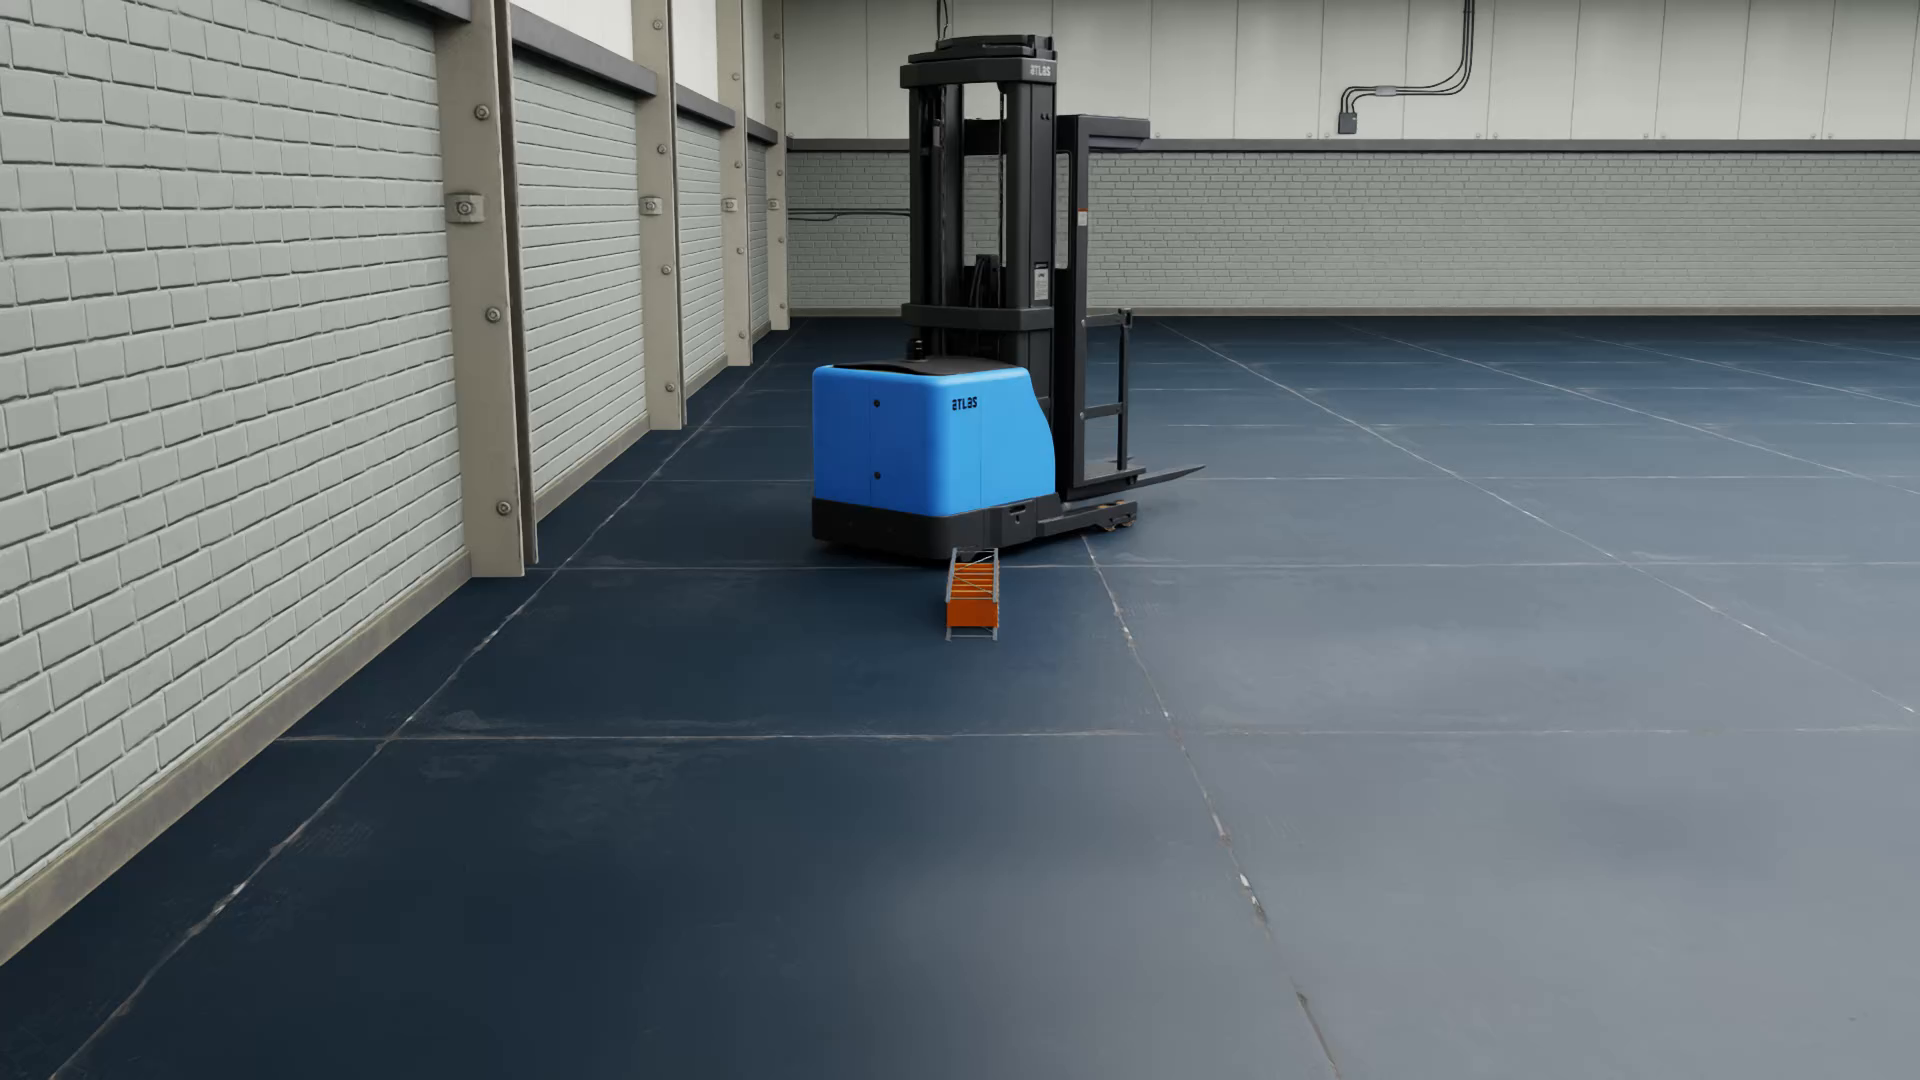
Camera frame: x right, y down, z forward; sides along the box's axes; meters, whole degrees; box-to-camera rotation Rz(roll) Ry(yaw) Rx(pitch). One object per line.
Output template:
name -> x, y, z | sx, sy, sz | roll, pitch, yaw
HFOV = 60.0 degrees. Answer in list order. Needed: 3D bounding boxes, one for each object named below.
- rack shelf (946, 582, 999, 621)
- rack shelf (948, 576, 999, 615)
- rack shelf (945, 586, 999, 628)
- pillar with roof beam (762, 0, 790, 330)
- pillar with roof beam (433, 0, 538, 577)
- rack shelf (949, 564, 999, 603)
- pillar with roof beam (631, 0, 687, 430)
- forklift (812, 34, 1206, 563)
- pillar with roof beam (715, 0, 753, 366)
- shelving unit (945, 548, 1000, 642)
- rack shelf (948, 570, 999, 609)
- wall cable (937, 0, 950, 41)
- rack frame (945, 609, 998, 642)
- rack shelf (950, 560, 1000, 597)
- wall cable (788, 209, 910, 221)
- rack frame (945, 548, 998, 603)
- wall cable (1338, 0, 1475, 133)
rack shelf -> 0.062, 0.297, 8.108 | 0.258, 0.180, 0.103 | 0, 12, 1
rack shelf -> 0.066, 0.272, 8.226 | 0.258, 0.180, 0.103 | 0, 12, 1
rack shelf -> 0.059, 0.322, 7.991 | 0.258, 0.180, 0.103 | 0, 12, 1
pillar with roof beam -> 1.385, -7.844, 26.090 | 9.100, 9.000, 0.400 | 0, 11, -1
pillar with roof beam -> 1.757, -4.266, 8.453 | 9.100, 9.000, 0.400 | 0, 11, -1
rack shelf -> 0.072, 0.223, 8.460 | 0.258, 0.180, 0.103 | 0, 12, 1
pillar with roof beam -> 1.633, -5.459, 14.332 | 9.100, 9.000, 0.400 | 0, 11, -1
forklift -> 0.467, -1.546, 10.308 | 1.130, 2.935, 3.031 | 10, 15, 39
pillar with roof beam -> 1.509, -6.651, 20.211 | 9.100, 9.000, 0.400 | 0, 11, -1
shelving unit -> 0.068, 0.257, 8.300 | 0.258, 0.189, 1.200 | 0, 12, 1
rack shelf -> 0.069, 0.248, 8.343 | 0.258, 0.180, 0.103 | 0, 12, 1
wall cable -> 1.047, -9.382, 28.777 | 3.097, 2.526, 0.112 | 0, 11, -1
rack frame -> 0.068, 0.347, 8.318 | 0.240, 0.006, 1.200 | 0, 12, 1
rack shelf -> 0.075, 0.199, 8.578 | 0.258, 0.180, 0.103 | 0, 12, 1
wall cable -> -1.658, -6.895, 29.225 | 3.097, 2.526, 0.112 | 0, 11, -1
rack frame -> 0.068, 0.167, 8.281 | 0.240, 0.006, 1.200 | 0, 12, 1
wall cable -> 7.834, -10.120, 28.755 | 2.305, 6.003, 0.169 | 0, 11, -1
